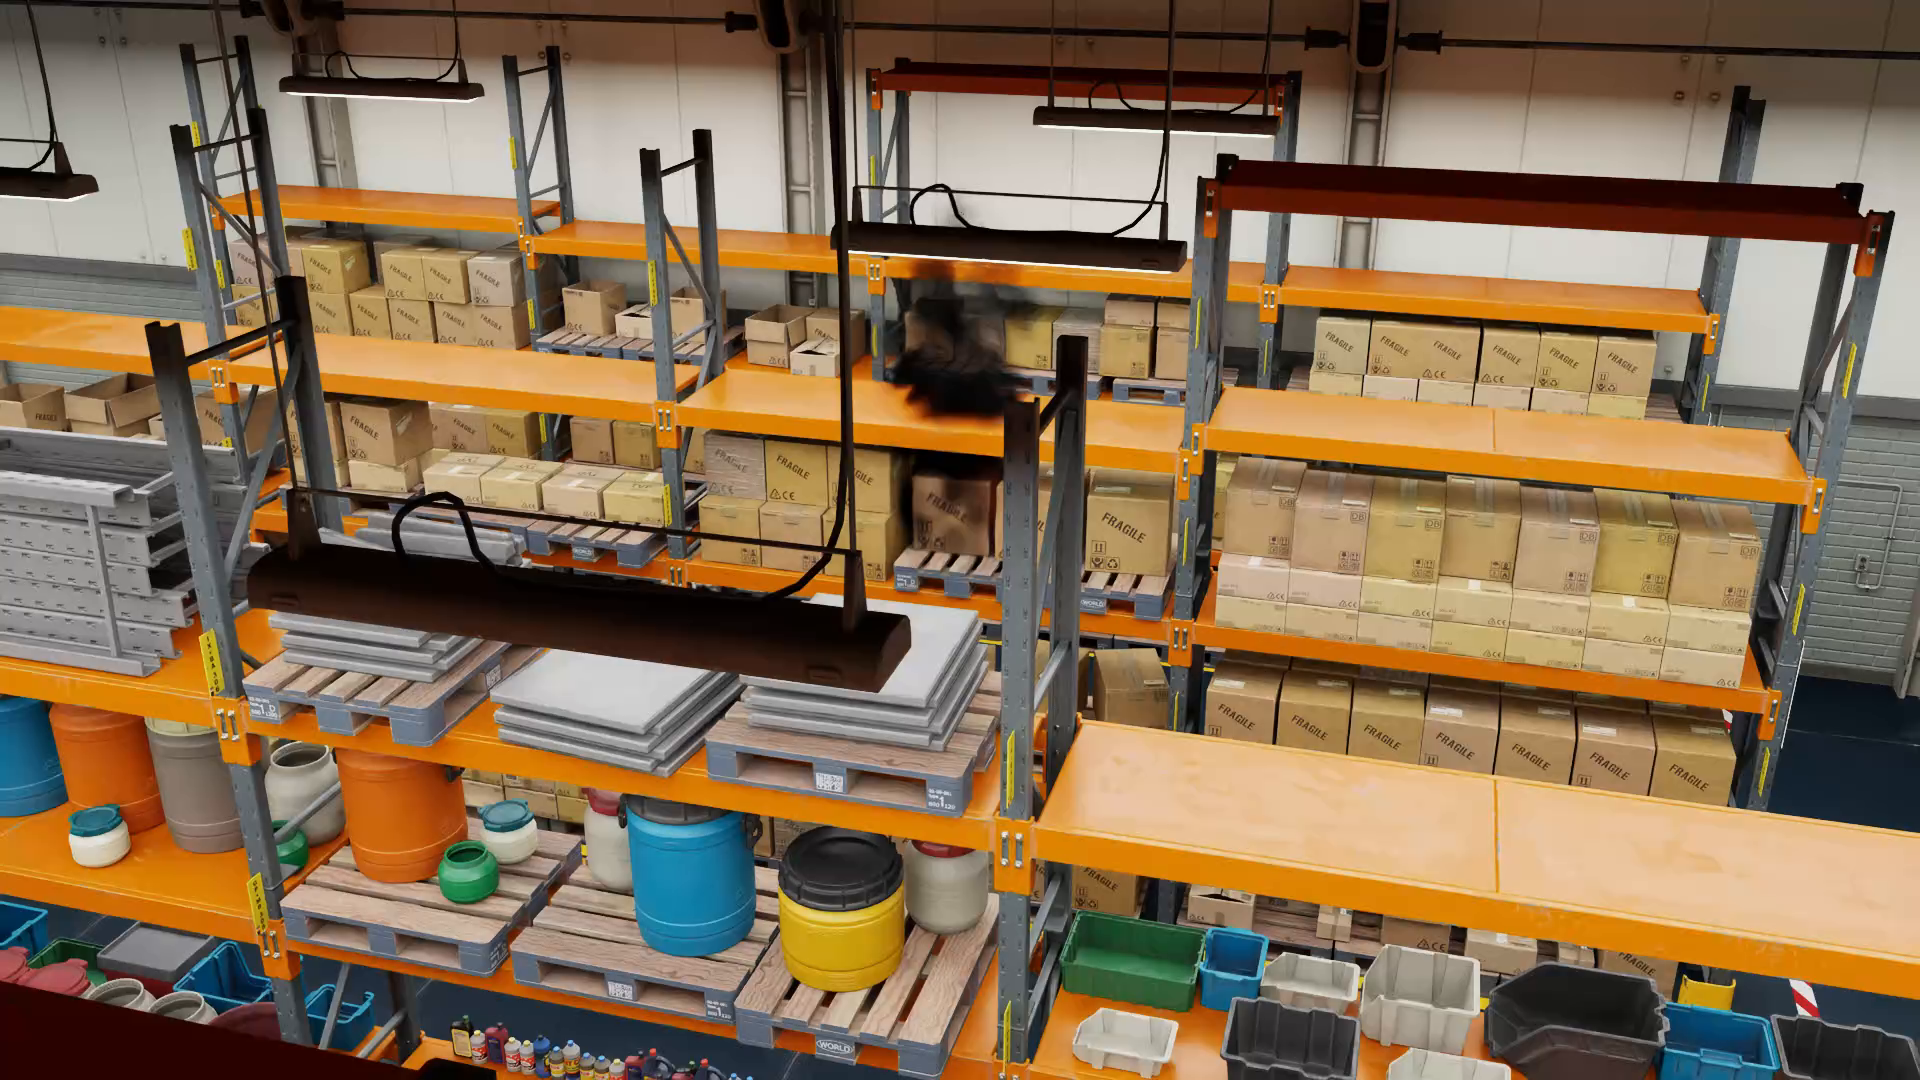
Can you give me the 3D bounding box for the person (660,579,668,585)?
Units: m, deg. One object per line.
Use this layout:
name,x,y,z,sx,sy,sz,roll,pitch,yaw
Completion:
person,-2.840,0.863,16.550,0.560,1.647,0.614,3,23,7
